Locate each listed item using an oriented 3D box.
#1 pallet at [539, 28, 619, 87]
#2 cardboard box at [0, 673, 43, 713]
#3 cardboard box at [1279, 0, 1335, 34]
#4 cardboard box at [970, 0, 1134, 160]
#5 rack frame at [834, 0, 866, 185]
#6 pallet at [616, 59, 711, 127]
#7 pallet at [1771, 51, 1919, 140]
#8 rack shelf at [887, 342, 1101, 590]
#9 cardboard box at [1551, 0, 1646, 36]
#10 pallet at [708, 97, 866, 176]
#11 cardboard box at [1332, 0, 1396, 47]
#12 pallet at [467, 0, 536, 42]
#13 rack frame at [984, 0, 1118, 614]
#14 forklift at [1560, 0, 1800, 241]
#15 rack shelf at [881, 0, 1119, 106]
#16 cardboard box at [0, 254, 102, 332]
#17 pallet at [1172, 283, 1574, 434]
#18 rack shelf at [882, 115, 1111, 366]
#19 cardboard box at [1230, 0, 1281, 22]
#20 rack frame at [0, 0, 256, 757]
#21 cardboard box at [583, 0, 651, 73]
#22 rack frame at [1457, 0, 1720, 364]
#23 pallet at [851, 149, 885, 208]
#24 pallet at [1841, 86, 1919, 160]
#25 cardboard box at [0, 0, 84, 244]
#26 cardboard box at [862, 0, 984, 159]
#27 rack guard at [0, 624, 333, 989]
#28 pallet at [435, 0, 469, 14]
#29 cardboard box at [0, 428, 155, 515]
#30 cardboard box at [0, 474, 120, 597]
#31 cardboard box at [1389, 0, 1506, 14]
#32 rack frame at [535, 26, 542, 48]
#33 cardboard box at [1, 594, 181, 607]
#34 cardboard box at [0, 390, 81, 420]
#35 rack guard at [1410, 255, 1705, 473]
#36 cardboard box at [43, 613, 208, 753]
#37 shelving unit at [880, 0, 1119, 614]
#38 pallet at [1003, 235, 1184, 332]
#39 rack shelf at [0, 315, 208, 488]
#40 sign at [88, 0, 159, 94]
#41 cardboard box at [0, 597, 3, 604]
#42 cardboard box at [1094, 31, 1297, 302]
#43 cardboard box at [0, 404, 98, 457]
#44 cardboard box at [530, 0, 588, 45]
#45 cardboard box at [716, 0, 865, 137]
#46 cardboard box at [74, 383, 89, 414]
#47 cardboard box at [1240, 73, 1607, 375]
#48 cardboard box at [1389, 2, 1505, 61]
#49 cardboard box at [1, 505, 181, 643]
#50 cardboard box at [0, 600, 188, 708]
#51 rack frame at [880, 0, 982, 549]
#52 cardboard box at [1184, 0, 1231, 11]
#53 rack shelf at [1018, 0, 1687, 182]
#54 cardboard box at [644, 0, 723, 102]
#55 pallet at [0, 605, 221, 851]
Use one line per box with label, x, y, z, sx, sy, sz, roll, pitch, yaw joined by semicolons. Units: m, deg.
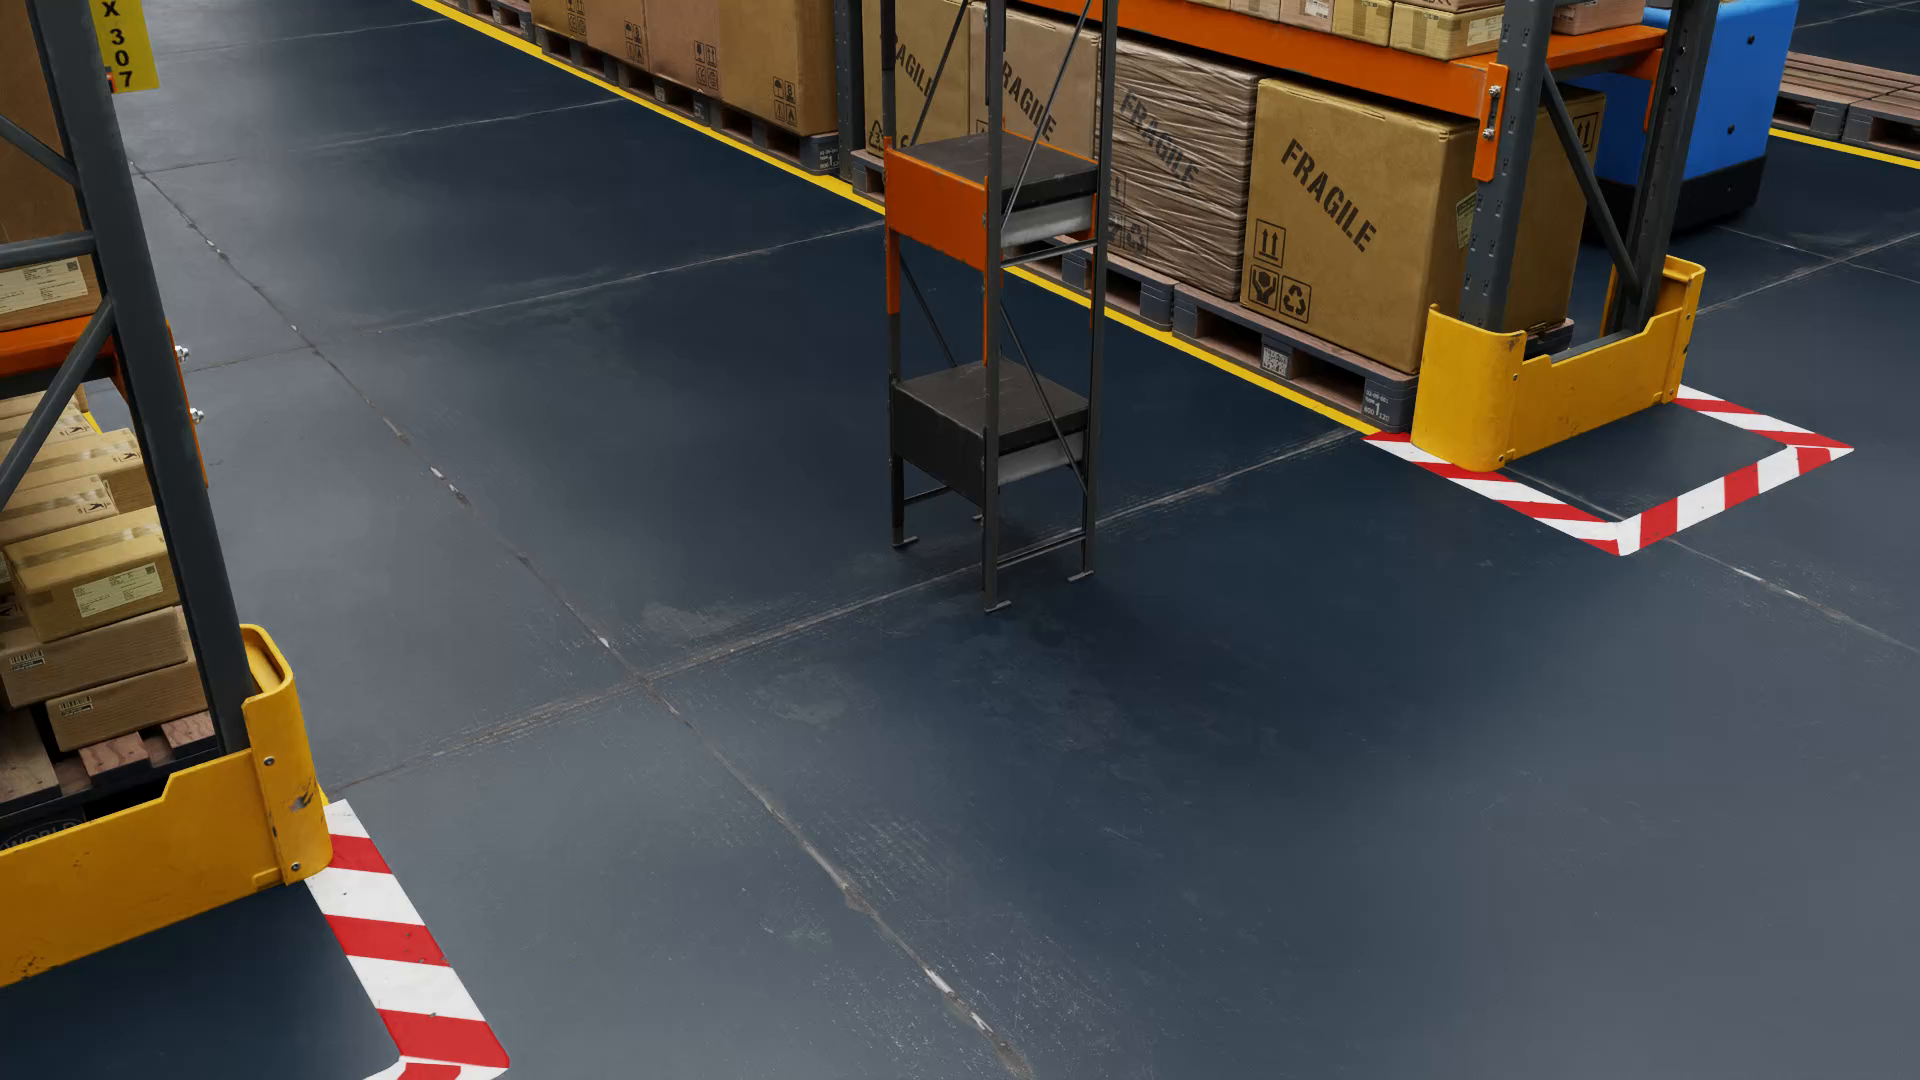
pallet;-2.115;-3.330;11.160;1.003;0.211;1.213;-19;34;-31
cardboard box;-2.231;0.258;4.179;0.380;0.149;0.250;-19;34;-31
cardboard box;1.357;-1.909;5.885;0.380;0.149;0.250;-19;34;-31
cardboard box;0.649;-1.950;7.484;0.875;0.875;0.875;-19;34;-31
rack frame;-0.190;-3.328;8.234;1.000;3.000;0.127;-19;34;-31
pallet;-1.411;-2.856;10.288;1.003;0.211;1.213;-19;34;-31
pallet;5.014;-2.724;10.044;1.003;0.211;1.213;-19;34;-31
rack shelf;0.096;-0.231;4.971;0.431;0.518;0.480;-19;34;-31
cardboard box;2.193;-1.892;5.853;0.380;0.149;0.250;-18;33;-30
pallet;-0.699;-2.381;9.414;1.003;0.211;1.213;-19;34;-31
cardboard box;1.503;-1.810;5.703;0.380;0.149;0.250;-18;33;-30
pallet;-2.963;-3.962;12.323;1.003;0.211;1.213;-19;34;-31
rack frame;0.238;-0.763;4.456;0.400;2.100;0.015;-19;34;-31
forklift;2.607;-3.306;8.266;1.130;2.935;3.031;-20;34;-33
rack shelf;0.096;-1.461;4.303;0.431;0.518;0.480;-19;34;-31
cardboard box;-1.890;-0.545;3.374;0.380;0.149;0.250;-19;34;-31
pallet;1.602;-0.836;6.569;1.003;0.211;1.213;-19;34;-31
rack shelf;0.096;-0.846;4.637;0.431;0.518;0.480;-19;34;-31
cardboard box;1.213;-2.006;6.064;0.380;0.149;0.250;-18;33;-30
rack frame;-1.969;-0.439;2.915;1.000;3.000;0.127;-19;34;-31
cardboard box;-1.617;-3.511;10.358;1.225;0.875;0.875;-19;34;-30
rack frame;2.130;-1.773;5.371;1.000;3.000;0.127;-19;34;-31
pallet;0.187;-1.785;8.316;1.003;0.211;1.213;-19;34;-31
pallet;5.718;-2.250;9.171;1.003;0.211;1.213;-19;34;-31
cardboard box;-2.005;-0.865;3.283;0.500;0.500;0.500;-17;33;-28
cardboard box;0.127;-2.300;8.128;0.875;0.875;0.875;-19;34;-31
rack guard;-2.013;0.630;3.566;1.175;0.500;0.348;-19;34;-31
pallet;-3.666;-4.436;13.196;1.003;0.211;1.213;-19;34;-31
cardboard box;-2.296;-0.137;4.283;0.380;0.149;0.250;-19;34;-31
cardboard box;-2.254;-0.004;4.038;0.380;0.149;0.250;-18;33;-30
cardboard box;1.632;-1.952;5.548;0.500;0.250;0.500;-19;34;-31
rack frame;-2.511;-4.883;11.098;1.000;3.000;0.127;-19;34;-31
cardboard box;-2.177;0.102;4.155;0.380;0.149;0.250;-19;34;-31
cardboard box;-2.660;-0.321;4.622;0.380;0.149;0.250;-17;33;-29
rack guard;2.144;-0.665;5.951;1.175;0.500;0.348;-19;34;-31
cardboard box;-2.012;0.337;4.034;0.380;0.149;0.250;-18;33;-30
shelving unit;0.096;-0.858;4.630;0.431;2.100;0.503;-19;34;-31
pallet;0.899;-1.310;7.442;1.003;0.211;1.213;-19;34;-31
rack shelf;-3.129;-0.900;4.519;1.077;0.370;4.000;-19;34;-31
sign;-1.527;-0.970;2.985;0.100;0.325;0.005;-19;34;-31
cardboard box;-2.391;0.031;4.285;0.380;0.149;0.250;-18;33;-30
cardboard box;1.165;-1.604;6.847;0.875;0.875;0.875;-19;34;-31
cardboard box;-2.507;-0.211;4.419;0.380;0.149;0.250;-21;35;-33
cardboard box;-2.127;-3.860;11.000;1.225;0.875;0.875;-21;35;-33
cardboard box;-0.578;-2.822;9.089;1.225;0.875;0.875;-19;34;-30
cardboard box;-2.776;-0.436;4.834;0.380;0.149;0.250;-18;33;-30
cardboard box;1.693;-1.250;6.195;0.875;0.875;0.875;-19;34;-31
cardboard box;1.655;-1.710;5.518;0.380;0.149;0.250;-18;33;-30
cardboard box;-1.996;0.070;3.902;0.380;0.149;0.250;-21;35;-33
cardboard box;-2.064;0.224;3.930;0.380;0.149;0.250;-17;33;-29
rack frame;-0.046;-0.953;4.805;0.400;2.100;0.015;-19;34;-31
cardboard box;1.061;-2.106;6.249;0.380;0.149;0.250;-20;34;-32
rack shelf;0.970;-2.234;6.974;1.077;0.370;4.000;-19;34;-31
cardboard box;-1.097;-3.169;9.728;1.225;0.875;0.875;-20;34;-32
pallet;-2.456;0.431;4.235;1.003;0.211;1.213;-19;34;-31
